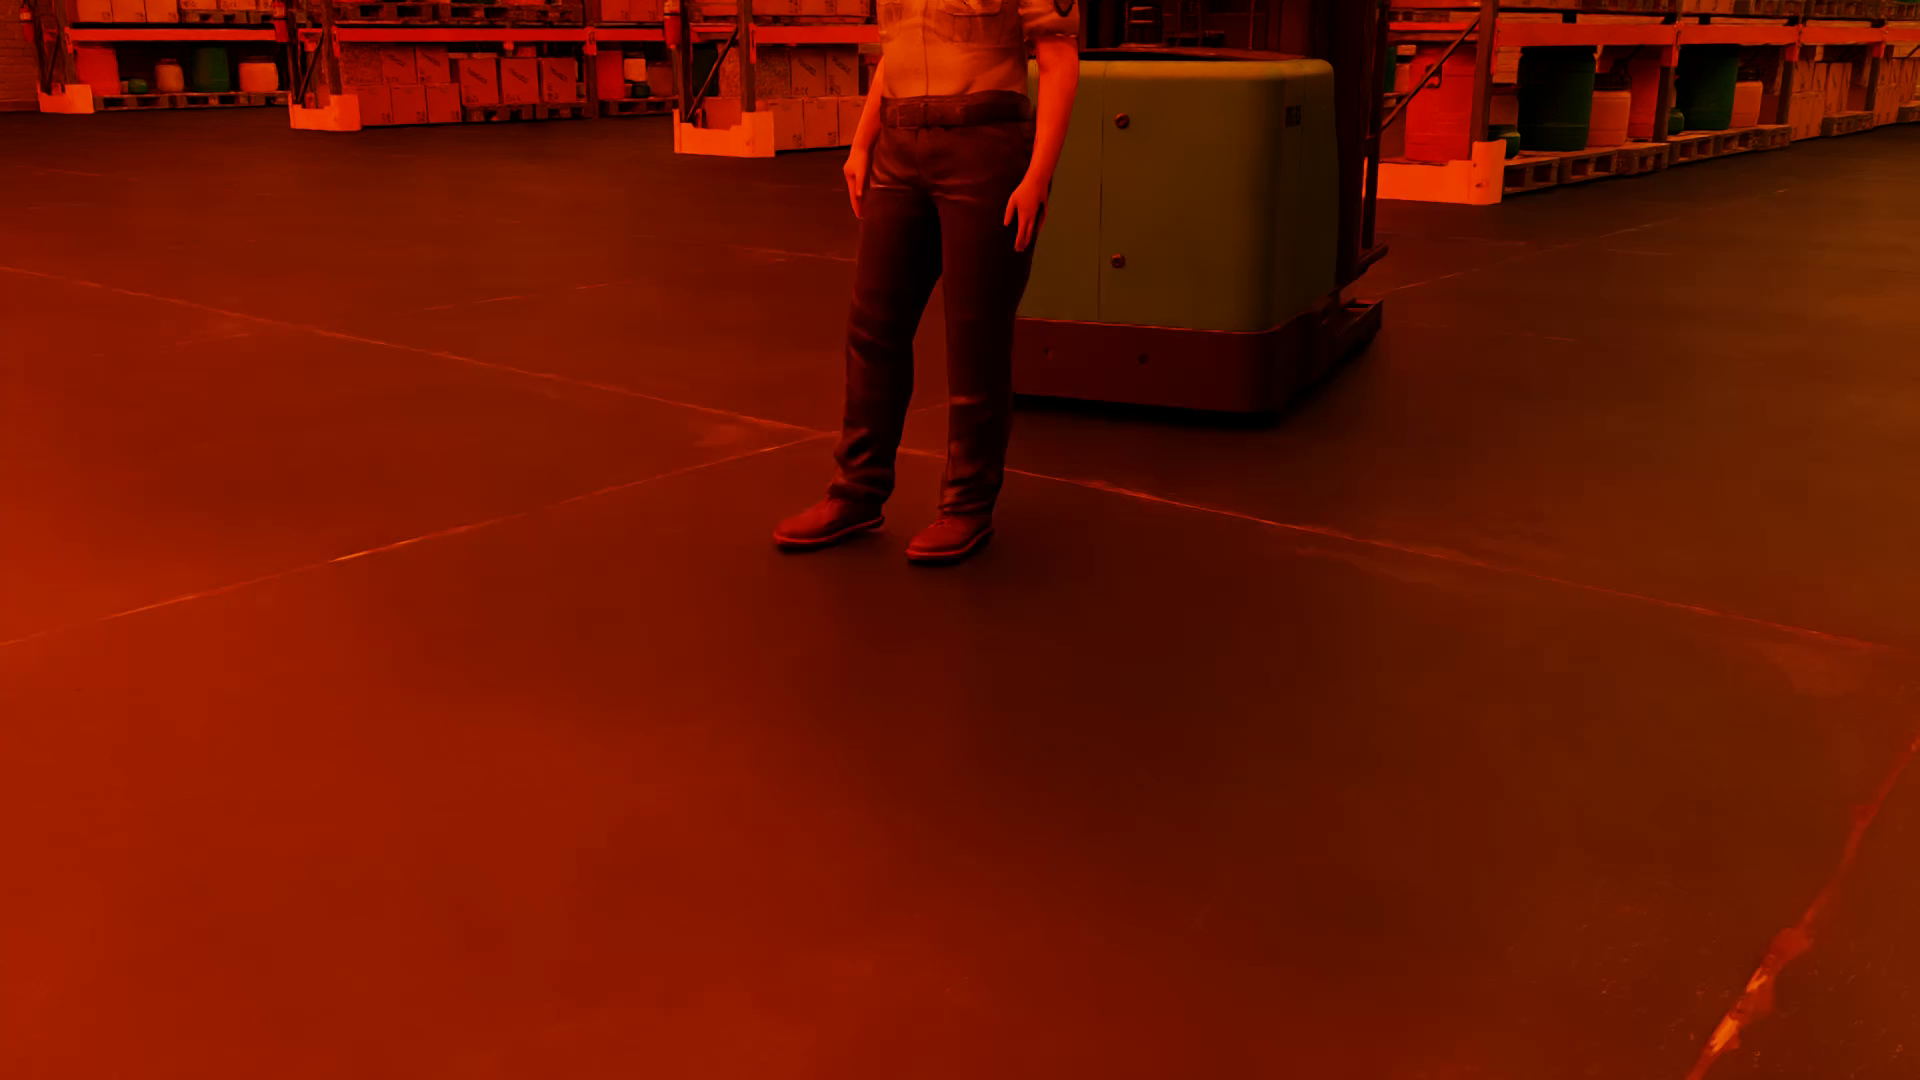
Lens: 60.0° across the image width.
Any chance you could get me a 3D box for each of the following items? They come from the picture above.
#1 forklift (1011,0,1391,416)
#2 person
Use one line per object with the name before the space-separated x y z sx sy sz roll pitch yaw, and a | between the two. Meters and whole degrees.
forklift | 1.008 -2.165 6.027 1.130 2.935 3.031 7 18 22
person | -0.074 -0.780 3.648 0.599 1.650 0.503 13 21 37
